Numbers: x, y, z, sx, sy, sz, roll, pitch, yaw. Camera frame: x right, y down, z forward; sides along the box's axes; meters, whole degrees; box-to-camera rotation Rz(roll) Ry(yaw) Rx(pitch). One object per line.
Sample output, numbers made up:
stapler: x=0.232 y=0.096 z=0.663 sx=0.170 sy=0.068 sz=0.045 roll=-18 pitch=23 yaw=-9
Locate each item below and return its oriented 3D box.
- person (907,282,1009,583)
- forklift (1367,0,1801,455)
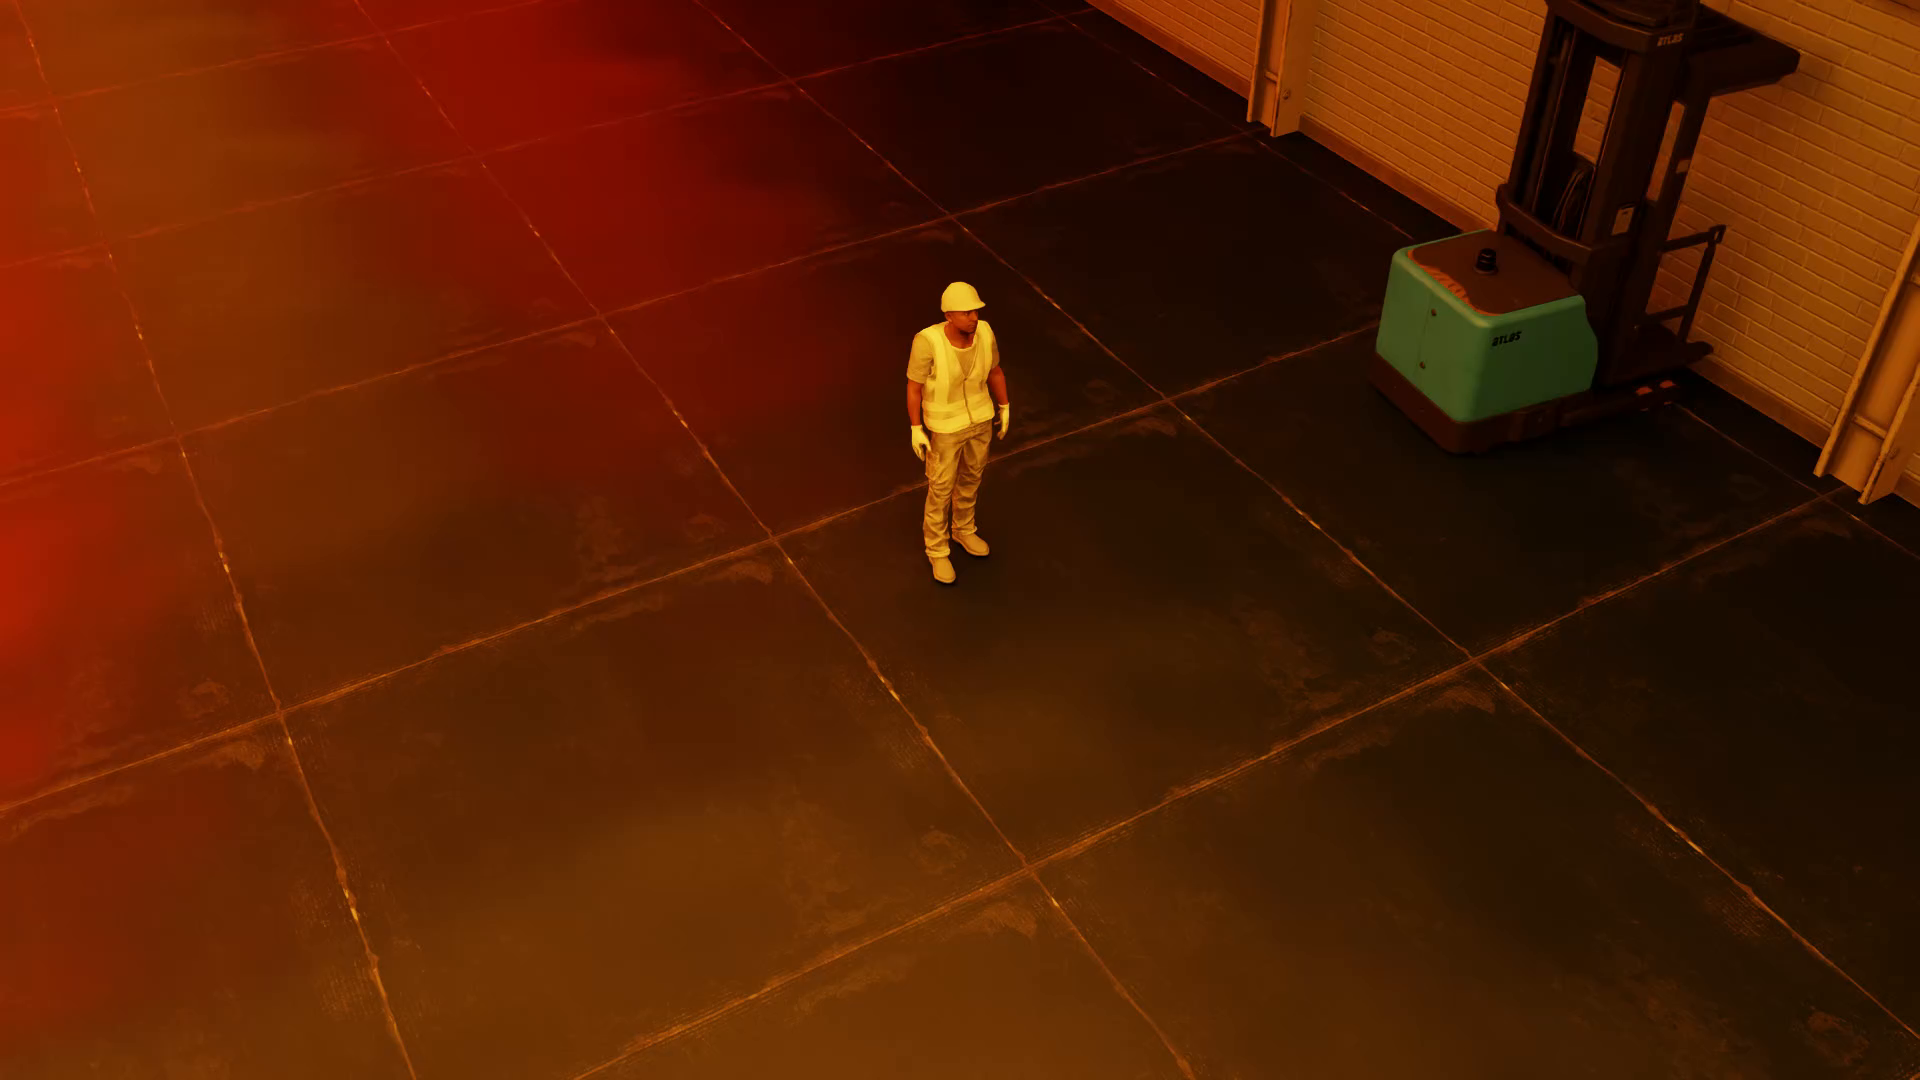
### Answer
person: x=0.029 y=-0.649 z=9.706 sx=0.657 sy=1.785 sz=0.575 roll=-20 pitch=44 yaw=-23
forklift: x=4.402 y=-2.305 z=10.816 sx=3.031 sy=2.935 sz=1.130 roll=-15 pitch=42 yaw=-18
